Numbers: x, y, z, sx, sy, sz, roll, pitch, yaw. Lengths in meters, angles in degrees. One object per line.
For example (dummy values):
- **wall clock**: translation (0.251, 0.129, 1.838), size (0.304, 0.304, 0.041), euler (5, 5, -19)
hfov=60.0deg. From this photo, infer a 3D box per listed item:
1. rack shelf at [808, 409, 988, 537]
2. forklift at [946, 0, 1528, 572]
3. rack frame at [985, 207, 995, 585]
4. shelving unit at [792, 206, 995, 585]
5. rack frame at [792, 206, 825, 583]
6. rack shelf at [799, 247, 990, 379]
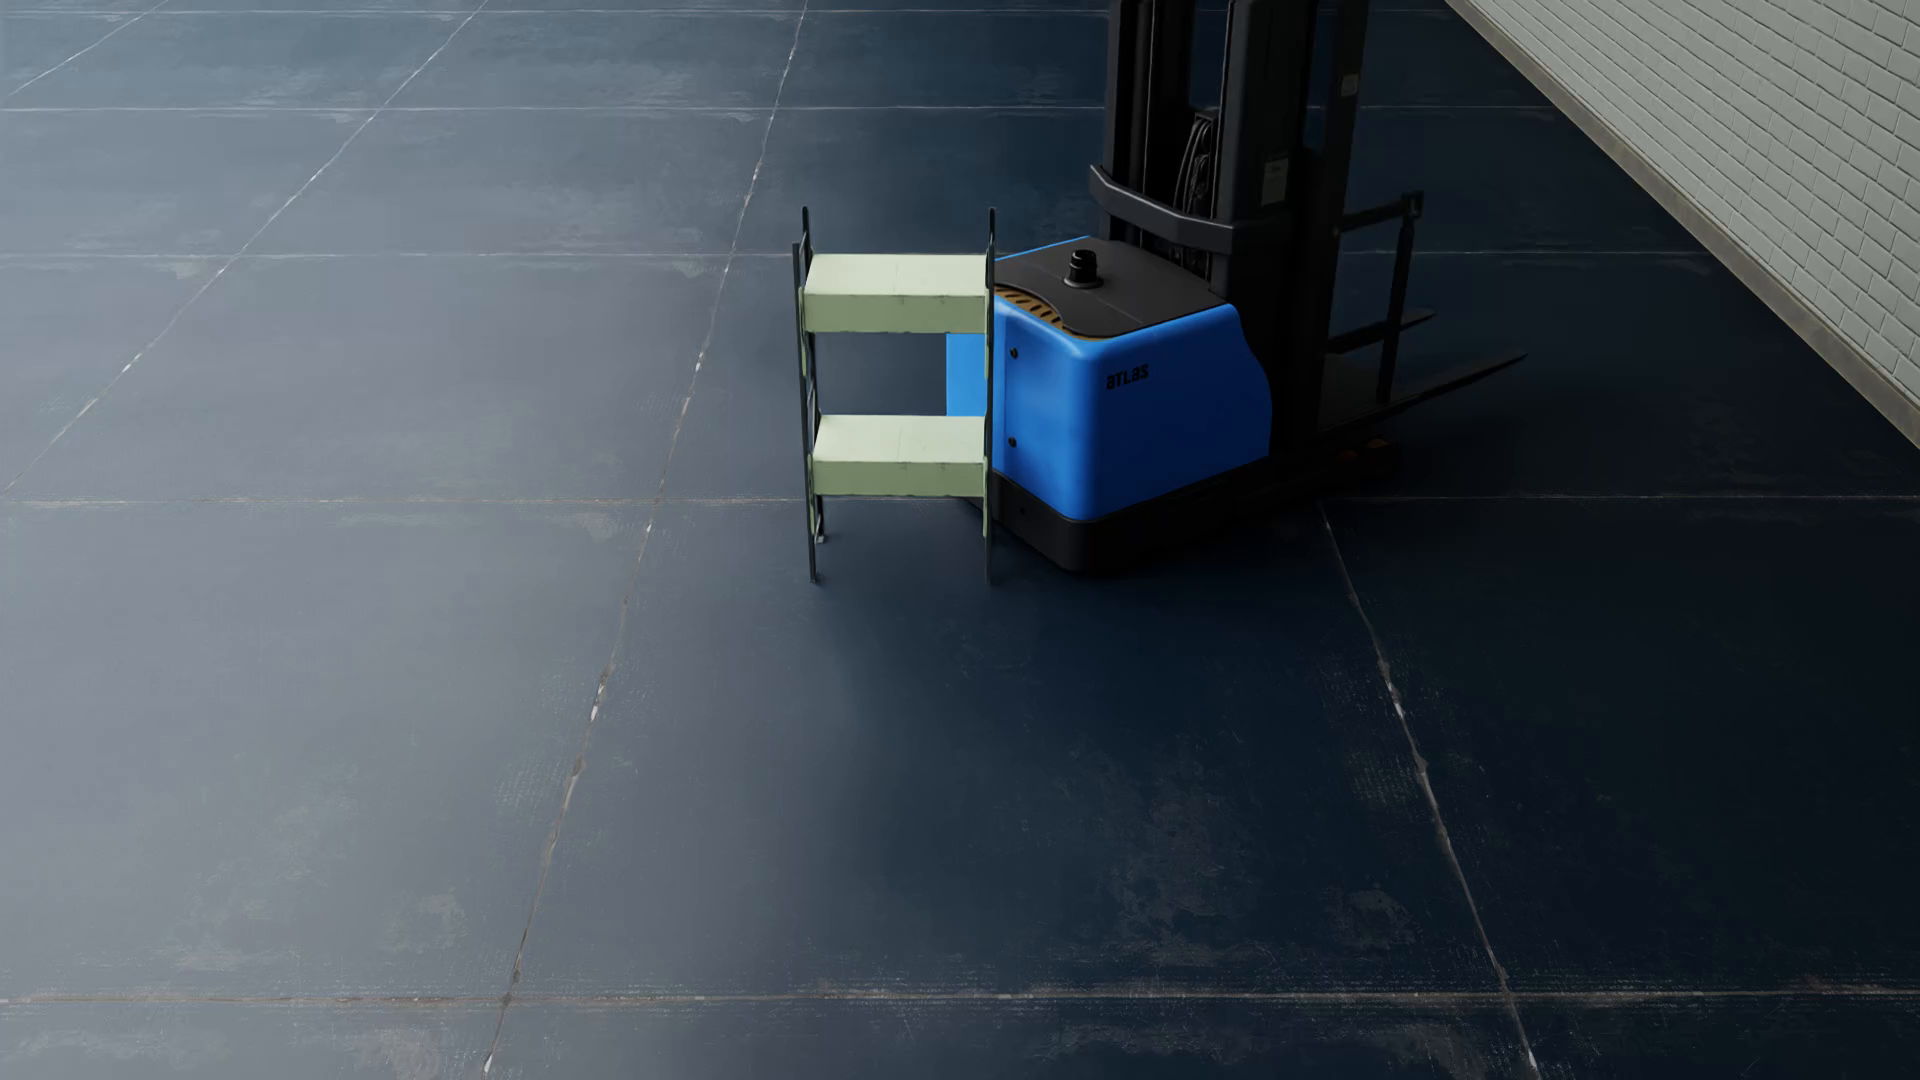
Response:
- **rack shelf**: translation (-0.244, -0.282, 6.897), size (0.720, 0.370, 0.431), euler (1, 31, 1)
- **forklift**: translation (1.429, -1.705, 7.235), size (3.031, 2.935, 1.130), euler (-20, 36, -29)
- **rack frame**: translation (0.122, -0.556, 6.720), size (0.023, 1.500, 0.400), euler (1, 31, 1)
- **shelving unit**: translation (-0.244, -0.560, 6.728), size (0.755, 1.500, 0.431), euler (1, 31, 1)
- **rack frame**: translation (-0.610, -0.565, 6.736), size (0.023, 1.500, 0.400), euler (1, 31, 1)
- **rack shelf**: translation (-0.244, -0.894, 6.525), size (0.720, 0.370, 0.431), euler (1, 31, 1)
